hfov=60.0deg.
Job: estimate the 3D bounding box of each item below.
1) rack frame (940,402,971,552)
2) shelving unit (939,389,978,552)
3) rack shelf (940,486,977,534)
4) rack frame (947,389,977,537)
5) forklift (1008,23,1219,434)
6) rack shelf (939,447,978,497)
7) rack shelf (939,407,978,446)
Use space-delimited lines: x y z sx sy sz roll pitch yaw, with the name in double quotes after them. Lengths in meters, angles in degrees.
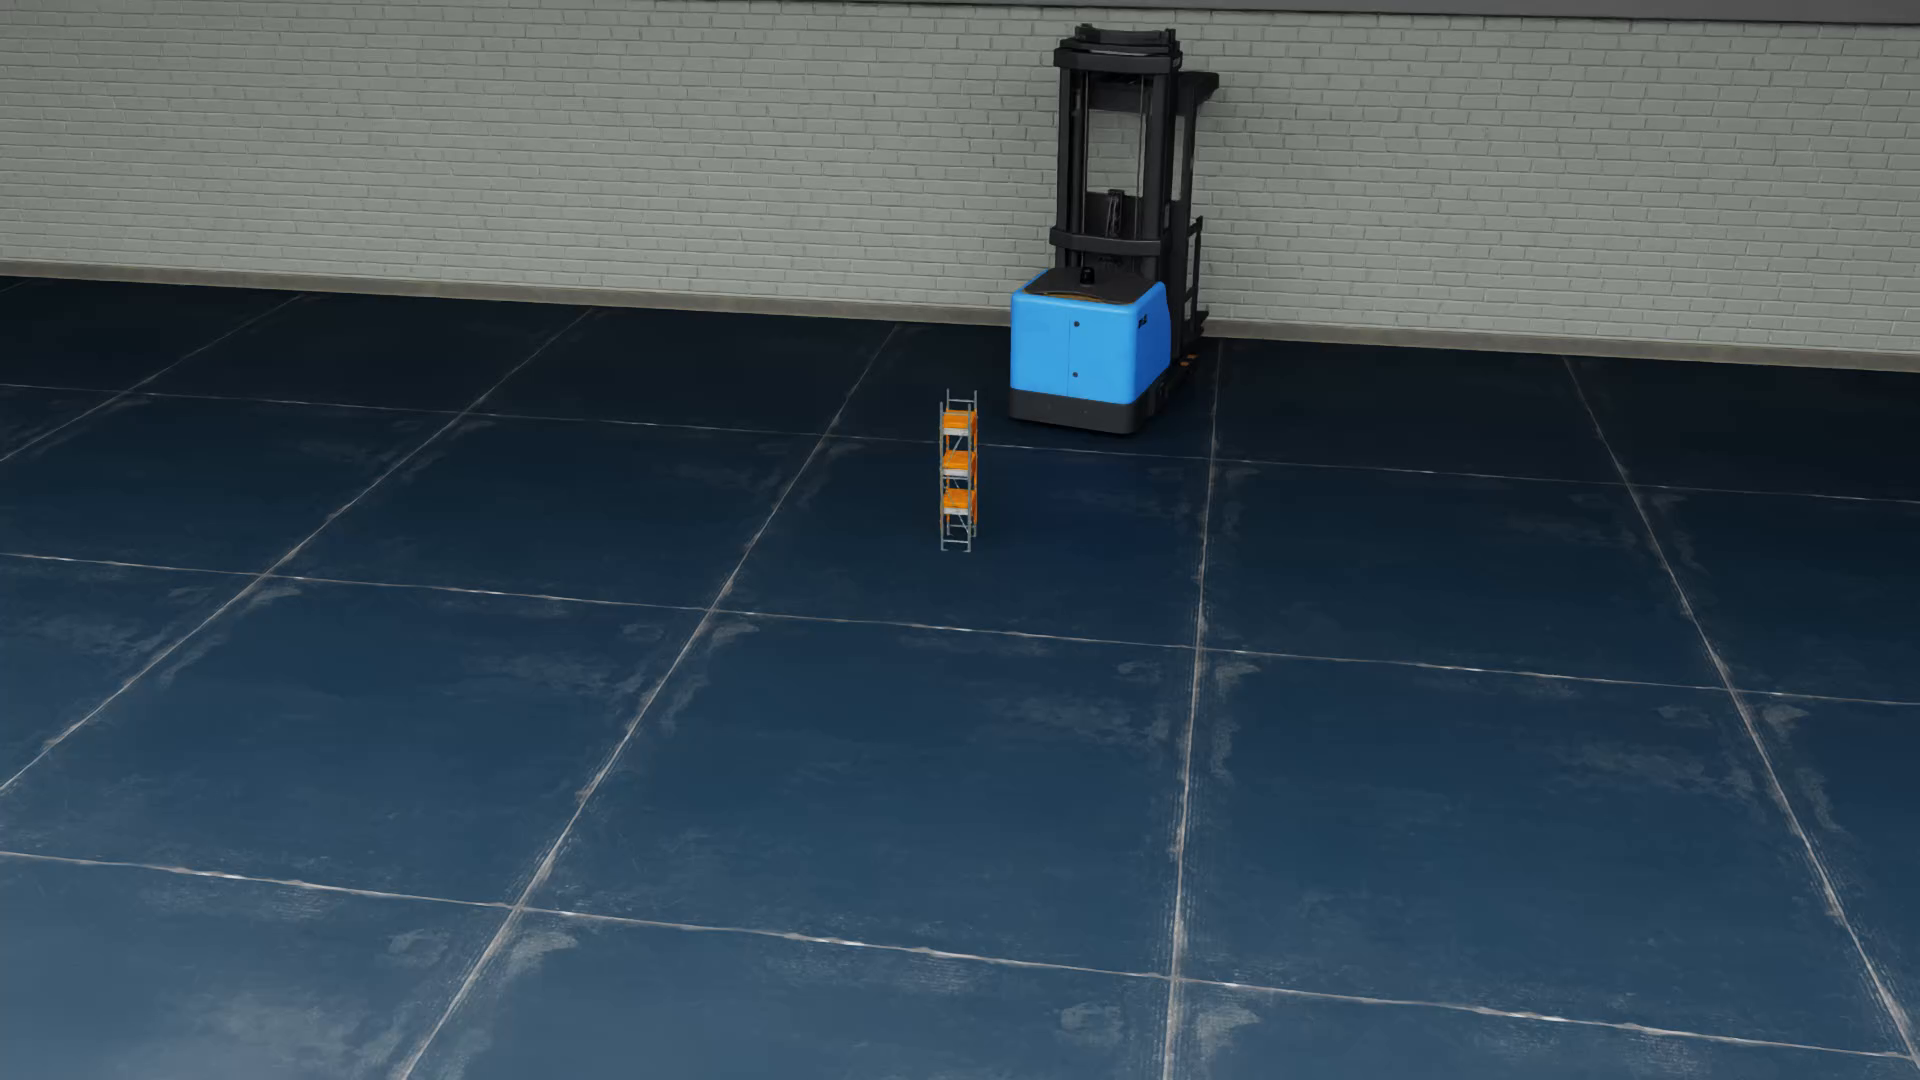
-0.029 -0.402 10.871 0.200 1.050 0.008 4 25 9 "rack frame"
-0.009 -0.453 10.980 0.215 1.050 0.252 4 25 9 "shelving unit"
-0.009 -0.192 11.102 0.215 0.259 0.240 4 25 9 "rack shelf"
0.011 -0.504 11.089 0.200 1.050 0.008 4 25 9 "rack frame"
1.423 -2.743 13.654 1.130 2.935 3.031 10 27 21 "forklift"
-0.009 -0.444 10.984 0.215 0.259 0.240 4 25 9 "rack shelf"
-0.009 -0.701 10.864 0.215 0.259 0.240 4 25 9 "rack shelf"
